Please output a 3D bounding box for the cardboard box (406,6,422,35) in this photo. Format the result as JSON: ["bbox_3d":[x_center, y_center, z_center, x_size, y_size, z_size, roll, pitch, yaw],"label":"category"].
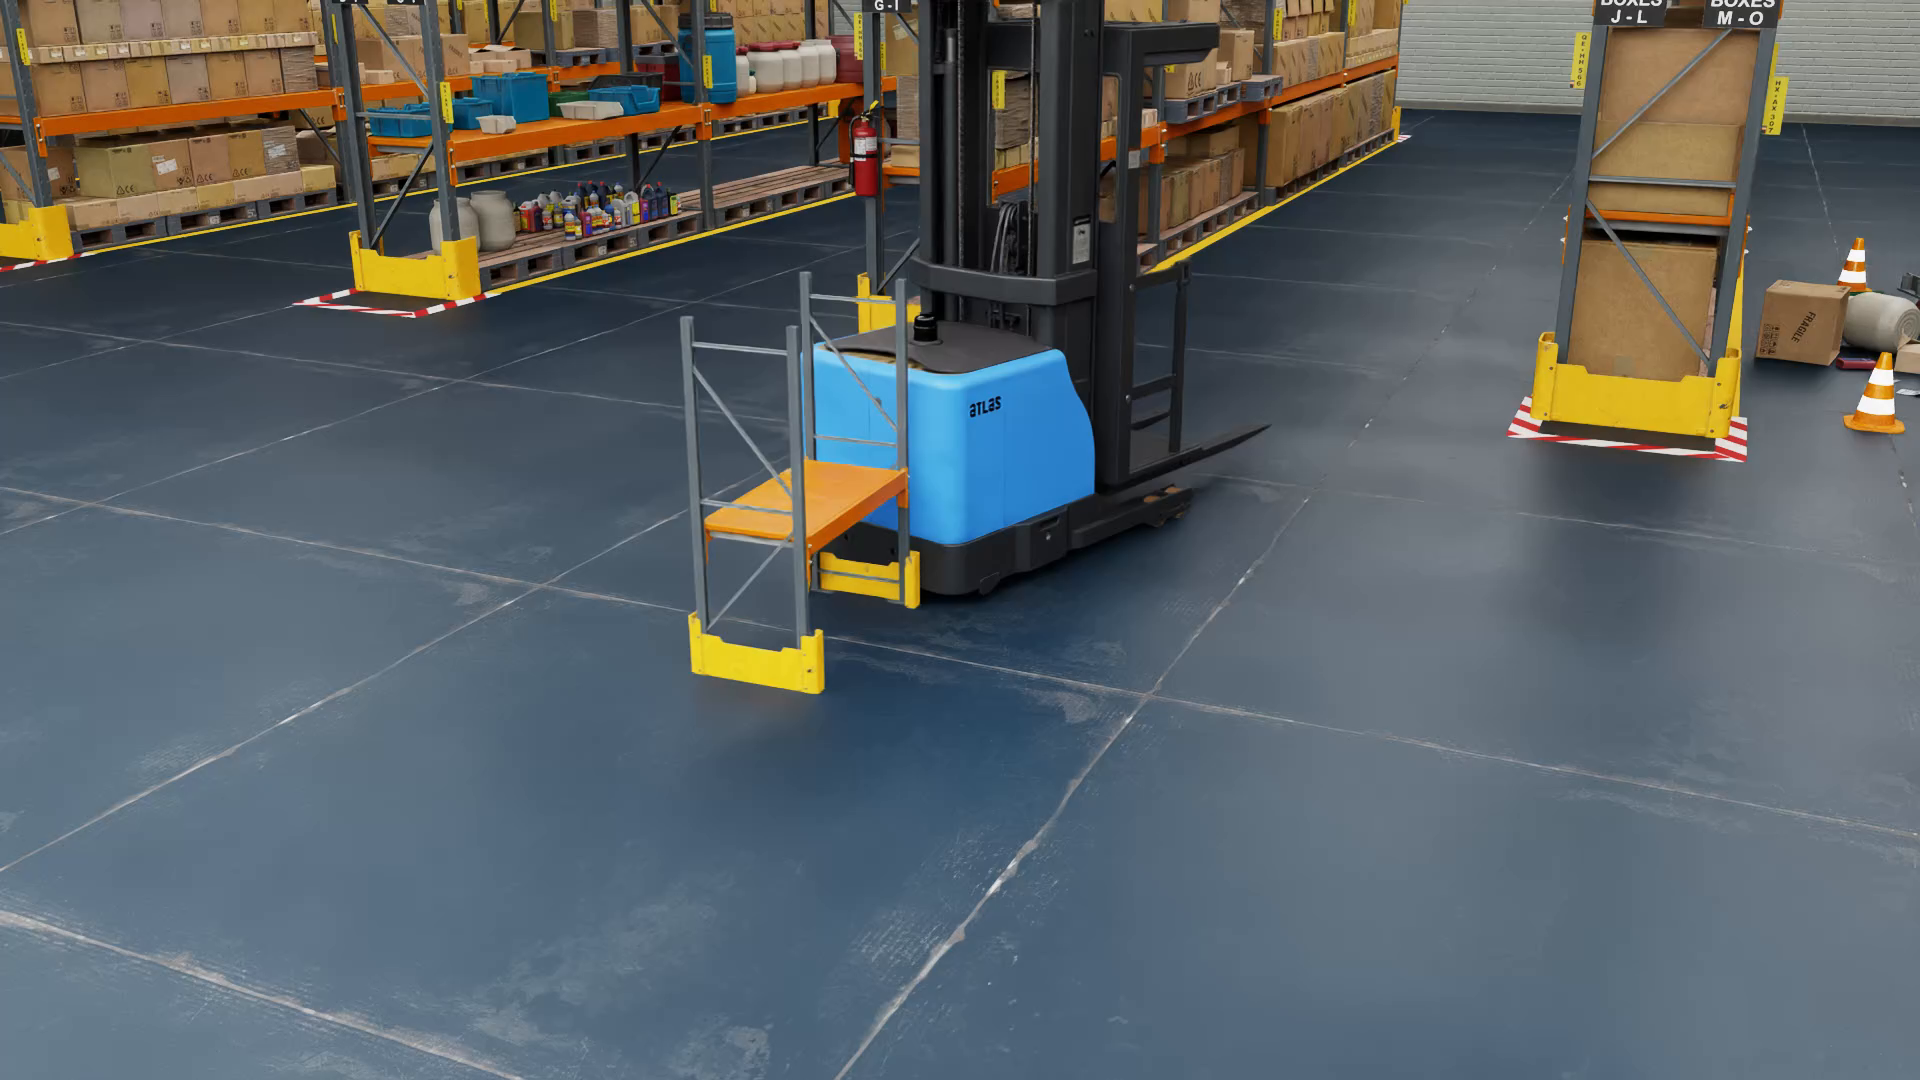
[{"bbox_3d":[-9.026,-8.453,27.139,0.500,0.500,0.500,9,21,23],"label":"cardboard box"}]

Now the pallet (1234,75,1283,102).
[{"bbox_3d":[2.857,-5.005,18.352,1.213,0.211,1.003,9,21,23],"label":"pallet"}]

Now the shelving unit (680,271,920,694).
[{"bbox_3d":[-0.650,-0.285,7.032,0.587,1.500,1.083,8,21,20],"label":"shelving unit"}]

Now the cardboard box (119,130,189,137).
[{"bbox_3d":[-8.710,-4.163,18.057,0.500,0.500,0.500,9,21,23],"label":"cardboard box"}]

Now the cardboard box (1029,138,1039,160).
[{"bbox_3d":[0.429,-3.046,12.931,0.380,0.149,0.250,9,21,23],"label":"cardboard box"}]

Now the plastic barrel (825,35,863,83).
[{"bbox_3d":[-1.381,-5.888,20.346,0.600,0.536,0.708,9,21,23],"label":"plastic barrel"}]

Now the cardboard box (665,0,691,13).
[{"bbox_3d":[-4.376,-8.619,26.587,0.500,0.500,0.500,9,21,23],"label":"cardboard box"}]

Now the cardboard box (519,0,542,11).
[{"bbox_3d":[-8.037,-9.341,29.809,0.980,0.700,0.700,7,21,20],"label":"cardboard box"}]

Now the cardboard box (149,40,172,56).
[{"bbox_3d":[-8.378,-5.080,17.159,0.380,0.149,0.250,8,21,22],"label":"cardboard box"}]

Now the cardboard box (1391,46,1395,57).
[{"bbox_3d":[6.377,-7.421,25.235,0.380,0.149,0.250,9,21,23],"label":"cardboard box"}]

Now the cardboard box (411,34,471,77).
[{"bbox_3d":[-6.657,-6.220,21.333,0.500,0.500,0.500,7,21,20],"label":"cardboard box"}]

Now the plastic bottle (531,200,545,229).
[{"bbox_3d":[-4.206,-3.223,16.464,0.152,0.276,0.135,8,21,21],"label":"plastic bottle"}]

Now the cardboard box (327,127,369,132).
[{"bbox_3d":[-7.511,-4.955,20.565,0.500,0.311,0.500,9,22,24],"label":"cardboard box"}]

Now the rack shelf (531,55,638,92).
[{"bbox_3d":[-5.166,-6.961,24.638,1.077,0.370,4.000,9,21,23],"label":"rack shelf"}]

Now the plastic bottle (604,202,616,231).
[{"bbox_3d":[-3.452,-3.192,16.384,0.097,0.271,0.097,0,20,0],"label":"plastic bottle"}]

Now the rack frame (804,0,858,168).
[{"bbox_3d":[-1.467,-6.007,20.884,1.000,3.000,0.127,9,21,23],"label":"rack frame"}]

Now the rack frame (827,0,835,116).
[{"bbox_3d":[-2.709,-9.134,29.675,1.000,3.000,0.127,9,21,23],"label":"rack frame"}]

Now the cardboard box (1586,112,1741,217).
[{"bbox_3d":[4.370,-2.361,10.408,0.875,0.550,0.550,9,21,23],"label":"cardboard box"}]

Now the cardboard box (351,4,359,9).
[{"bbox_3d":[-9.664,-8.338,25.695,0.500,0.250,0.500,9,21,23],"label":"cardboard box"}]

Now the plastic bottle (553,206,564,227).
[{"bbox_3d":[-4.014,-3.236,16.611,0.097,0.201,0.097,0,20,0],"label":"plastic bottle"}]

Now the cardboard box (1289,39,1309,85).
[{"bbox_3d":[3.915,-5.801,20.155,0.500,0.500,0.500,8,21,22],"label":"cardboard box"}]

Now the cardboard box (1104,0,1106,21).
[{"bbox_3d":[0.863,-4.130,13.520,0.500,0.500,0.500,9,21,23],"label":"cardboard box"}]

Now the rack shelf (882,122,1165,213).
[{"bbox_3d":[0.595,-3.155,13.936,1.077,0.370,4.000,9,21,23],"label":"rack shelf"}]

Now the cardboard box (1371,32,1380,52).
[{"bbox_3d":[5.745,-7.188,23.984,0.500,0.250,0.500,9,21,23],"label":"cardboard box"}]

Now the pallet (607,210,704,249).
[{"bbox_3d":[-3.418,-3.271,17.352,1.003,0.211,1.213,9,21,23],"label":"pallet"}]

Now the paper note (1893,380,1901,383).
[{"bbox_3d":[6.491,-1.103,11.555,0.123,0.001,0.032,-14,24,-33],"label":"paper note"}]

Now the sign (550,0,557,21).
[{"bbox_3d":[-5.477,-7.159,22.393,0.100,0.325,0.005,9,21,23],"label":"sign"}]

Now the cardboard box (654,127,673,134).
[{"bbox_3d":[-4.703,-6.447,25.195,0.500,0.500,0.500,9,21,23],"label":"cardboard box"}]

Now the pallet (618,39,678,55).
[{"bbox_3d":[-4.773,-7.591,25.624,1.003,0.211,1.213,9,21,23],"label":"pallet"}]

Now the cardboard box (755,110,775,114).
[{"bbox_3d":[-3.582,-7.517,28.198,0.797,0.503,0.637,9,21,23],"label":"cardboard box"}]

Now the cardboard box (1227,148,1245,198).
[{"bbox_3d":[2.795,-4.150,18.735,0.700,0.500,0.500,7,21,20],"label":"cardboard box"}]

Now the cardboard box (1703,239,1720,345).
[{"bbox_3d":[4.835,-1.853,11.747,0.875,0.875,0.875,8,21,22],"label":"cardboard box"}]

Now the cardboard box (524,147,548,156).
[{"bbox_3d":[-5.977,-5.396,22.643,0.500,0.250,0.500,9,22,24],"label":"cardboard box"}]

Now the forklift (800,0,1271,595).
[{"bbox_3d":[0.575,-1.545,8.438,1.130,2.935,3.031,16,25,38],"label":"forklift"}]

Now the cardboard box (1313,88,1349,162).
[{"bbox_3d":[4.446,-5.549,22.139,1.225,0.875,0.875,9,21,23],"label":"cardboard box"}]

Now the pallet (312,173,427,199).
[{"bbox_3d":[-7.356,-4.382,20.476,1.003,0.211,1.213,9,21,23],"label":"pallet"}]

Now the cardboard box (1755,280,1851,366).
[{"bbox_3d":[6.198,-1.602,12.223,0.500,0.500,0.500,13,23,32],"label":"cardboard box"}]

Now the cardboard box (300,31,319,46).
[{"bbox_3d":[-7.538,-5.706,18.919,0.380,0.149,0.250,9,21,23],"label":"cardboard box"}]

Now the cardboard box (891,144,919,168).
[{"bbox_3d":[-0.296,-2.879,12.464,0.380,0.149,0.250,9,21,23],"label":"cardboard box"}]

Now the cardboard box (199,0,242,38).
[{"bbox_3d":[-8.210,-5.680,17.877,0.700,0.500,0.500,9,21,23],"label":"cardboard box"}]

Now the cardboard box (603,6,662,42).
[{"bbox_3d":[-4.968,-7.823,25.213,0.700,0.500,0.500,12,23,31],"label":"cardboard box"}]

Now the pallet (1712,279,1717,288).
[{"bbox_3d":[6.144,-2.326,14.694,1.003,0.211,1.213,9,21,23],"label":"pallet"}]

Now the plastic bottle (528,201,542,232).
[{"bbox_3d":[-4.165,-3.170,16.302,0.061,0.283,0.133,9,21,23],"label":"plastic bottle"}]

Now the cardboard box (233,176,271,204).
[{"bbox_3d":[-8.018,-3.890,18.406,0.500,0.250,0.500,9,21,23],"label":"cardboard box"}]

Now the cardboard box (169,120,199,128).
[{"bbox_3d":[-11.247,-5.872,23.577,0.700,0.500,0.500,8,21,22],"label":"cardboard box"}]

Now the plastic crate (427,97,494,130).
[{"bbox_3d":[-4.540,-3.884,15.134,0.499,0.251,0.408,9,21,23],"label":"plastic crate"}]

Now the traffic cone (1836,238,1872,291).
[{"bbox_3d":[7.824,-2.401,14.530,0.336,0.463,0.334,9,21,23],"label":"traffic cone"}]

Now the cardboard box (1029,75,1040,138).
[{"bbox_3d":[0.121,-3.403,12.968,0.875,0.500,0.500,9,21,23],"label":"cardboard box"}]

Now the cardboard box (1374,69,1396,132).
[{"bbox_3d":[6.138,-6.764,25.555,0.875,0.875,0.875,9,21,23],"label":"cardboard box"}]

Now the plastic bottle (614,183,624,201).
[{"bbox_3d":[-3.635,-3.669,17.725,0.097,0.271,0.097,0,20,0],"label":"plastic bottle"}]

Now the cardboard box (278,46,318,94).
[{"bbox_3d":[-7.798,-5.376,18.960,0.700,0.500,0.500,8,21,21],"label":"cardboard box"}]

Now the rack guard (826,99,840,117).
[{"bbox_3d":[-2.740,-7.933,30.029,1.175,0.500,0.348,9,21,23],"label":"rack guard"}]

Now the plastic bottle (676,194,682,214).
[{"bbox_3d":[-2.969,-3.520,17.409,0.097,0.201,0.097,0,20,0],"label":"plastic bottle"}]

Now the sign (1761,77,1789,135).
[{"bbox_3d":[4.763,-2.538,9.719,0.100,0.325,0.005,9,21,23],"label":"sign"}]

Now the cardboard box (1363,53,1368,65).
[{"bbox_3d":[5.540,-6.797,23.479,0.380,0.149,0.250,8,21,22],"label":"cardboard box"}]
